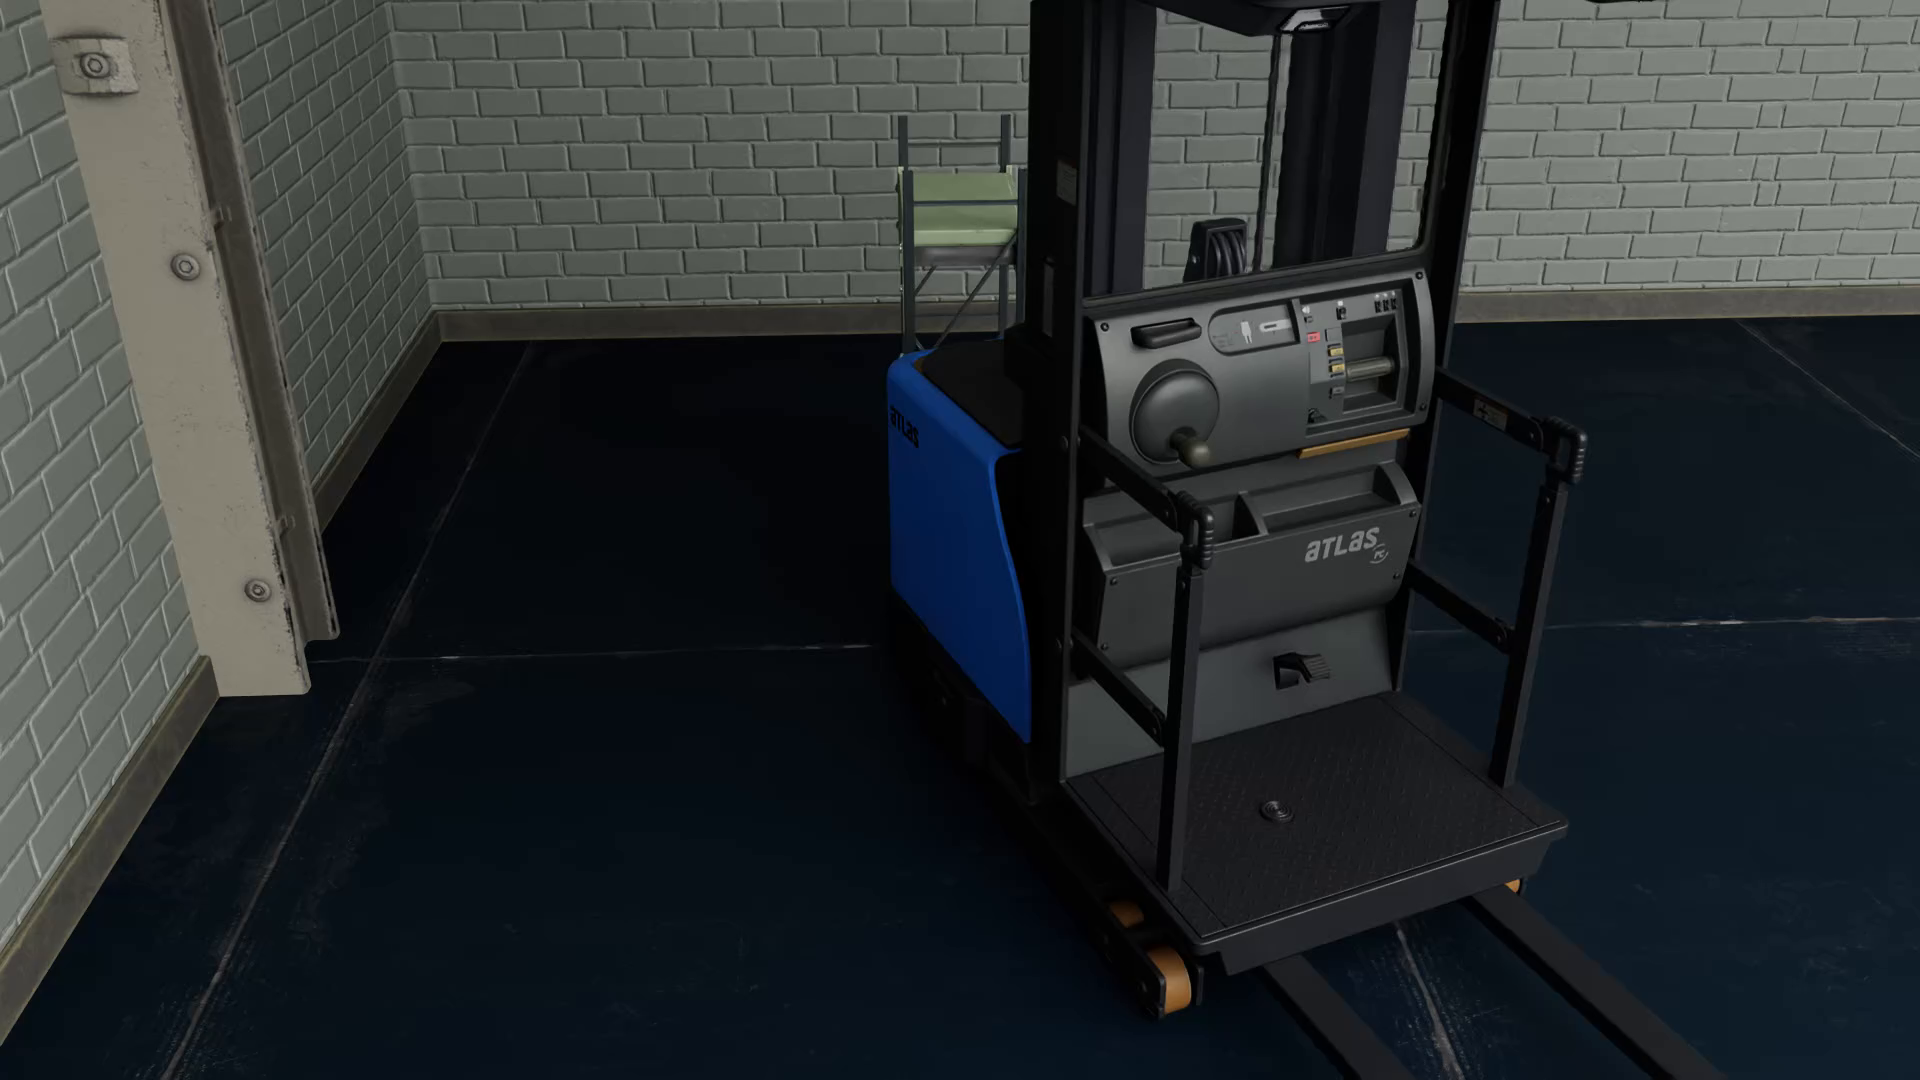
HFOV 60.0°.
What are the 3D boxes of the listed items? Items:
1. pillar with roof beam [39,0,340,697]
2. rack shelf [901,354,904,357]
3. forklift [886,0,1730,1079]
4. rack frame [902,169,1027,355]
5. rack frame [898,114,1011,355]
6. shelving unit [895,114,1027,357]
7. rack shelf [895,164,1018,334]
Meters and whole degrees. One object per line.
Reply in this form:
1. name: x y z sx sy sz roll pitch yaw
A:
1. pillar with roof beam: 2.049 -3.691 3.595 9.100 9.000 0.400 -1 28 -3
2. rack shelf: 0.000 -0.379 6.060 0.431 0.370 0.720 -1 28 -3
3. forklift: 0.830 -0.375 3.800 1.130 2.935 3.031 -12 30 -21
4. rack frame: 0.019 -0.499 5.585 0.400 1.500 0.023 -1 28 -3
5. rack frame: -0.019 -0.837 6.233 0.400 1.500 0.023 -1 28 -3
6. shelving unit: 0.000 -0.668 5.909 0.431 1.500 0.755 -1 28 -3
7. rack shelf: 0.000 -1.014 5.729 0.431 0.370 0.720 -1 28 -3
